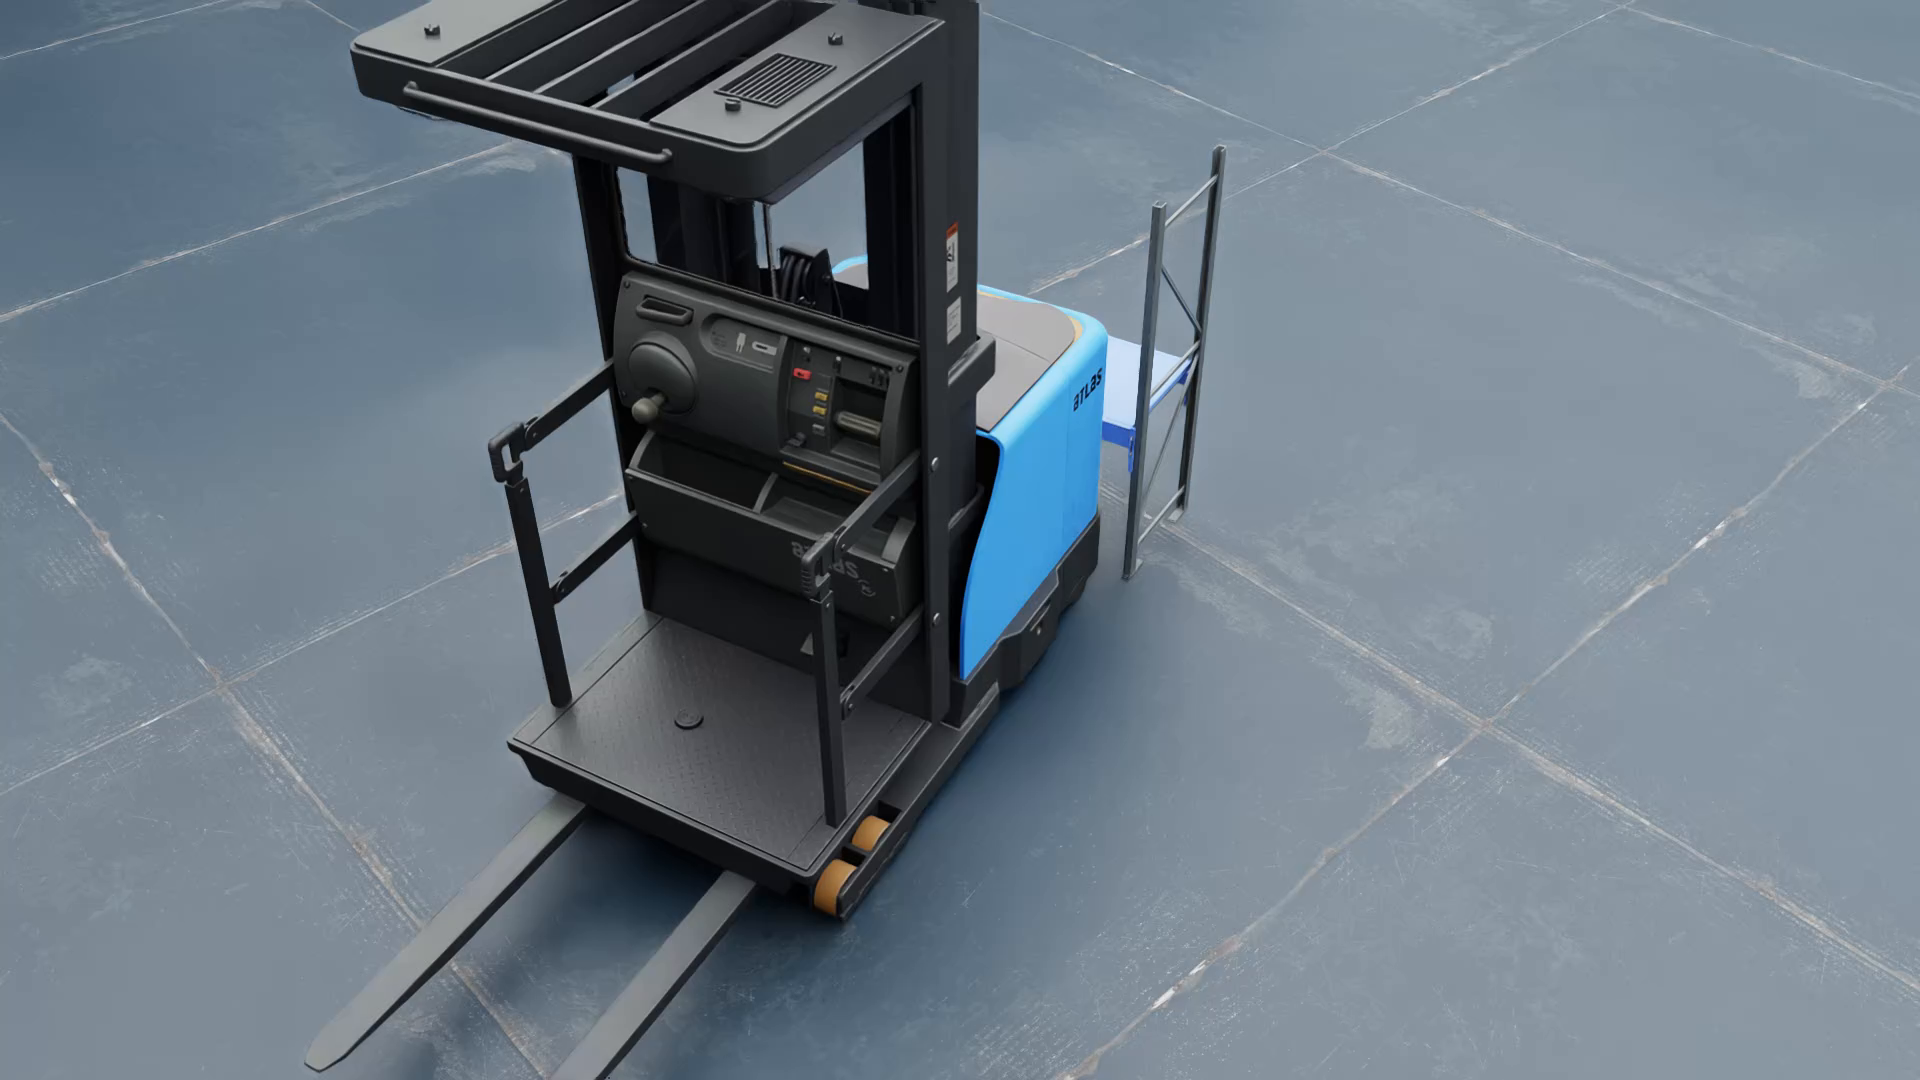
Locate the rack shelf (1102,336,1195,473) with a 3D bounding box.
[{"bbox_3d":[0.301,-0.605,6.092,1.000,0.185,0.538,21,43,24],"label":"rack shelf"}]

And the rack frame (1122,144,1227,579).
[{"bbox_3d":[0.736,-0.580,5.775,0.032,1.500,0.500,21,43,24],"label":"rack frame"}]

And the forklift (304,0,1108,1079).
[{"bbox_3d":[-0.654,-0.364,4.368,1.130,2.935,3.031,19,43,22],"label":"forklift"}]

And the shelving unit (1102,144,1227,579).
[{"bbox_3d":[0.301,-0.745,5.979,1.048,1.500,0.538,21,43,24],"label":"shelving unit"}]
